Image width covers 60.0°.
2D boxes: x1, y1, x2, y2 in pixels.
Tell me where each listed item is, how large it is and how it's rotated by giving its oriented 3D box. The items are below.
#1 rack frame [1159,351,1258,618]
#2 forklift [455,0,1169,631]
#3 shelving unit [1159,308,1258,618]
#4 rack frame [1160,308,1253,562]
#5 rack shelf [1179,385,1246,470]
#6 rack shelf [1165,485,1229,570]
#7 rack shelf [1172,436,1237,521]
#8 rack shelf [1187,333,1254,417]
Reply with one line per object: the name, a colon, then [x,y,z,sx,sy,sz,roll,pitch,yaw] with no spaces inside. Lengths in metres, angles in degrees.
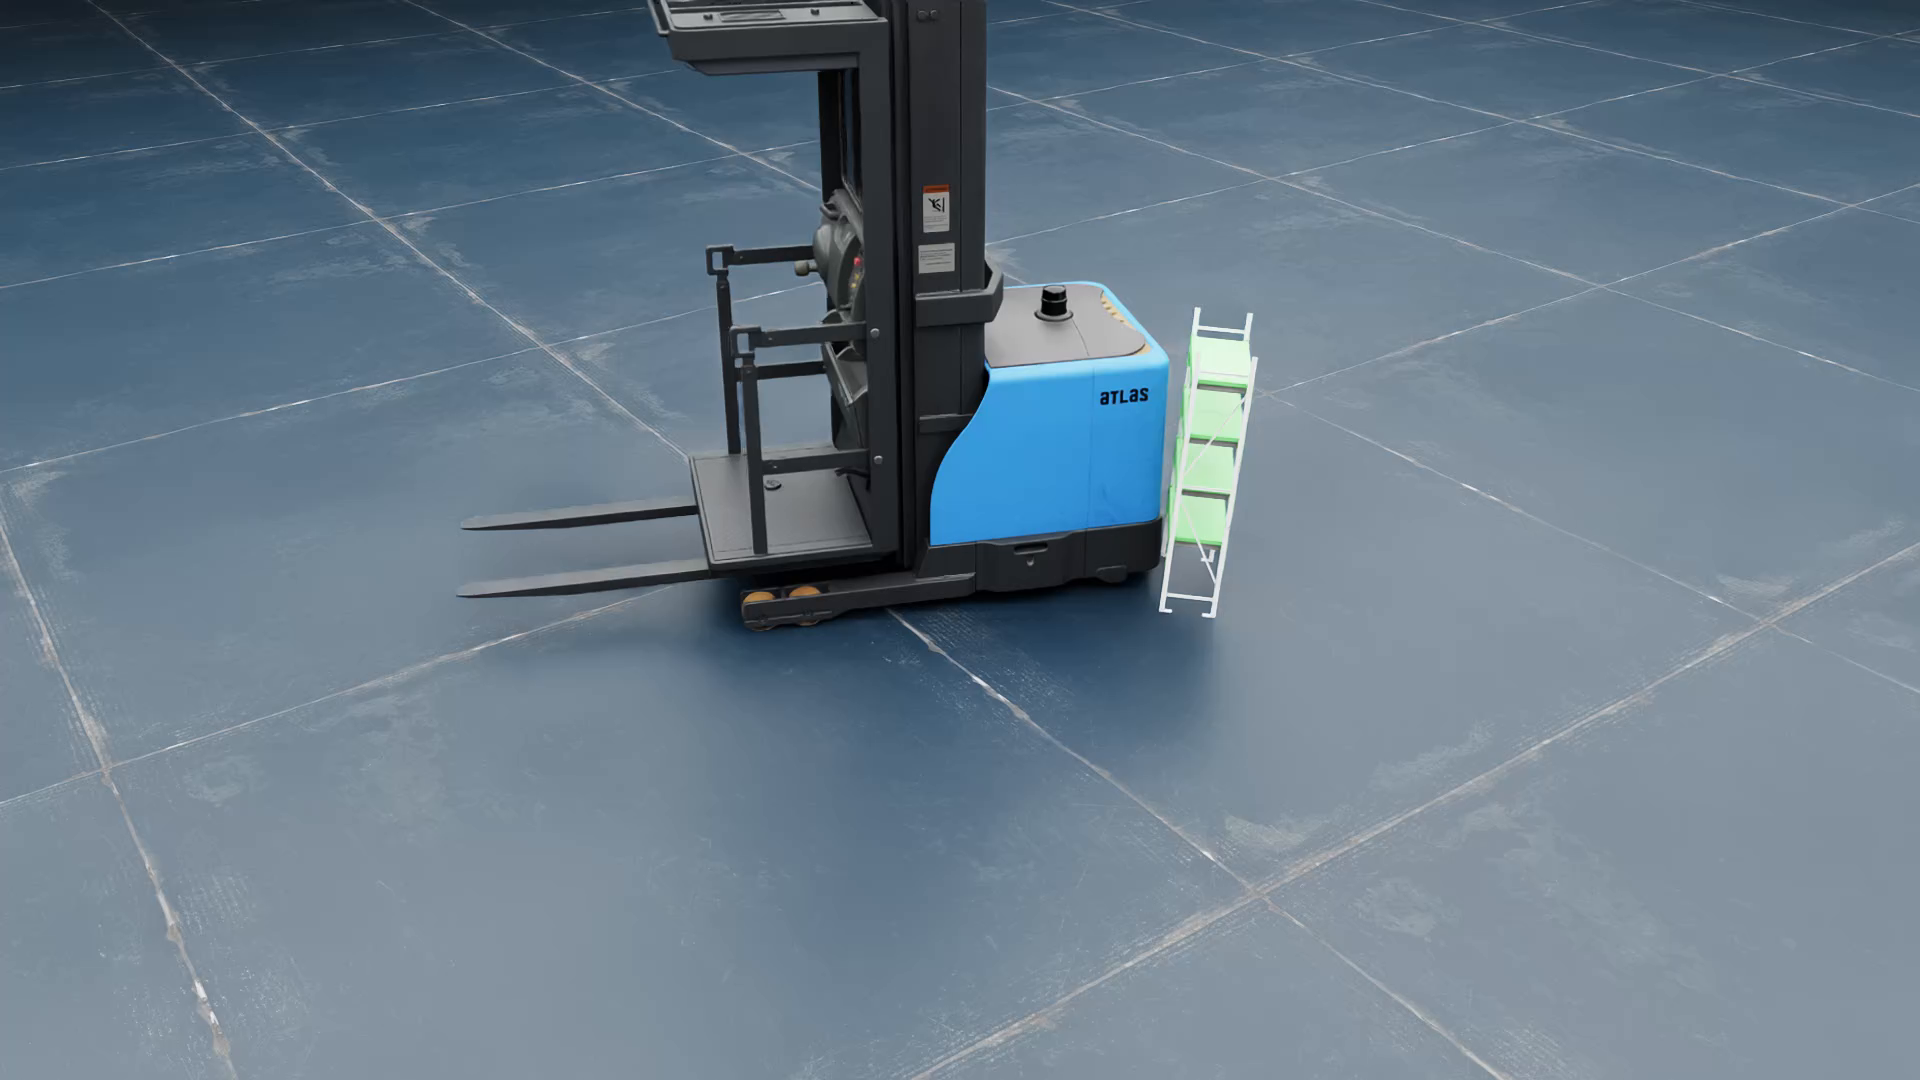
rack frame: [1.016,-0.207,6.857,0.240,1.200,0.015,6,29,4]
forklift: [-0.680,-1.179,6.849,3.031,2.935,1.130,-6,29,-11]
shelving unit: [1.043,-0.323,7.070,0.258,1.200,0.503,6,29,4]
rack frame: [1.071,-0.439,7.283,0.240,1.200,0.015,6,29,4]
rack shelf: [1.055,-0.477,6.985,0.258,0.148,0.480,6,29,4]
rack shelf: [1.023,-0.058,7.217,0.258,0.148,0.480,6,29,4]
rack shelf: [1.039,-0.267,7.101,0.258,0.148,0.480,6,29,4]
rack shelf: [1.071,-0.686,6.869,0.258,0.148,0.480,6,29,4]
